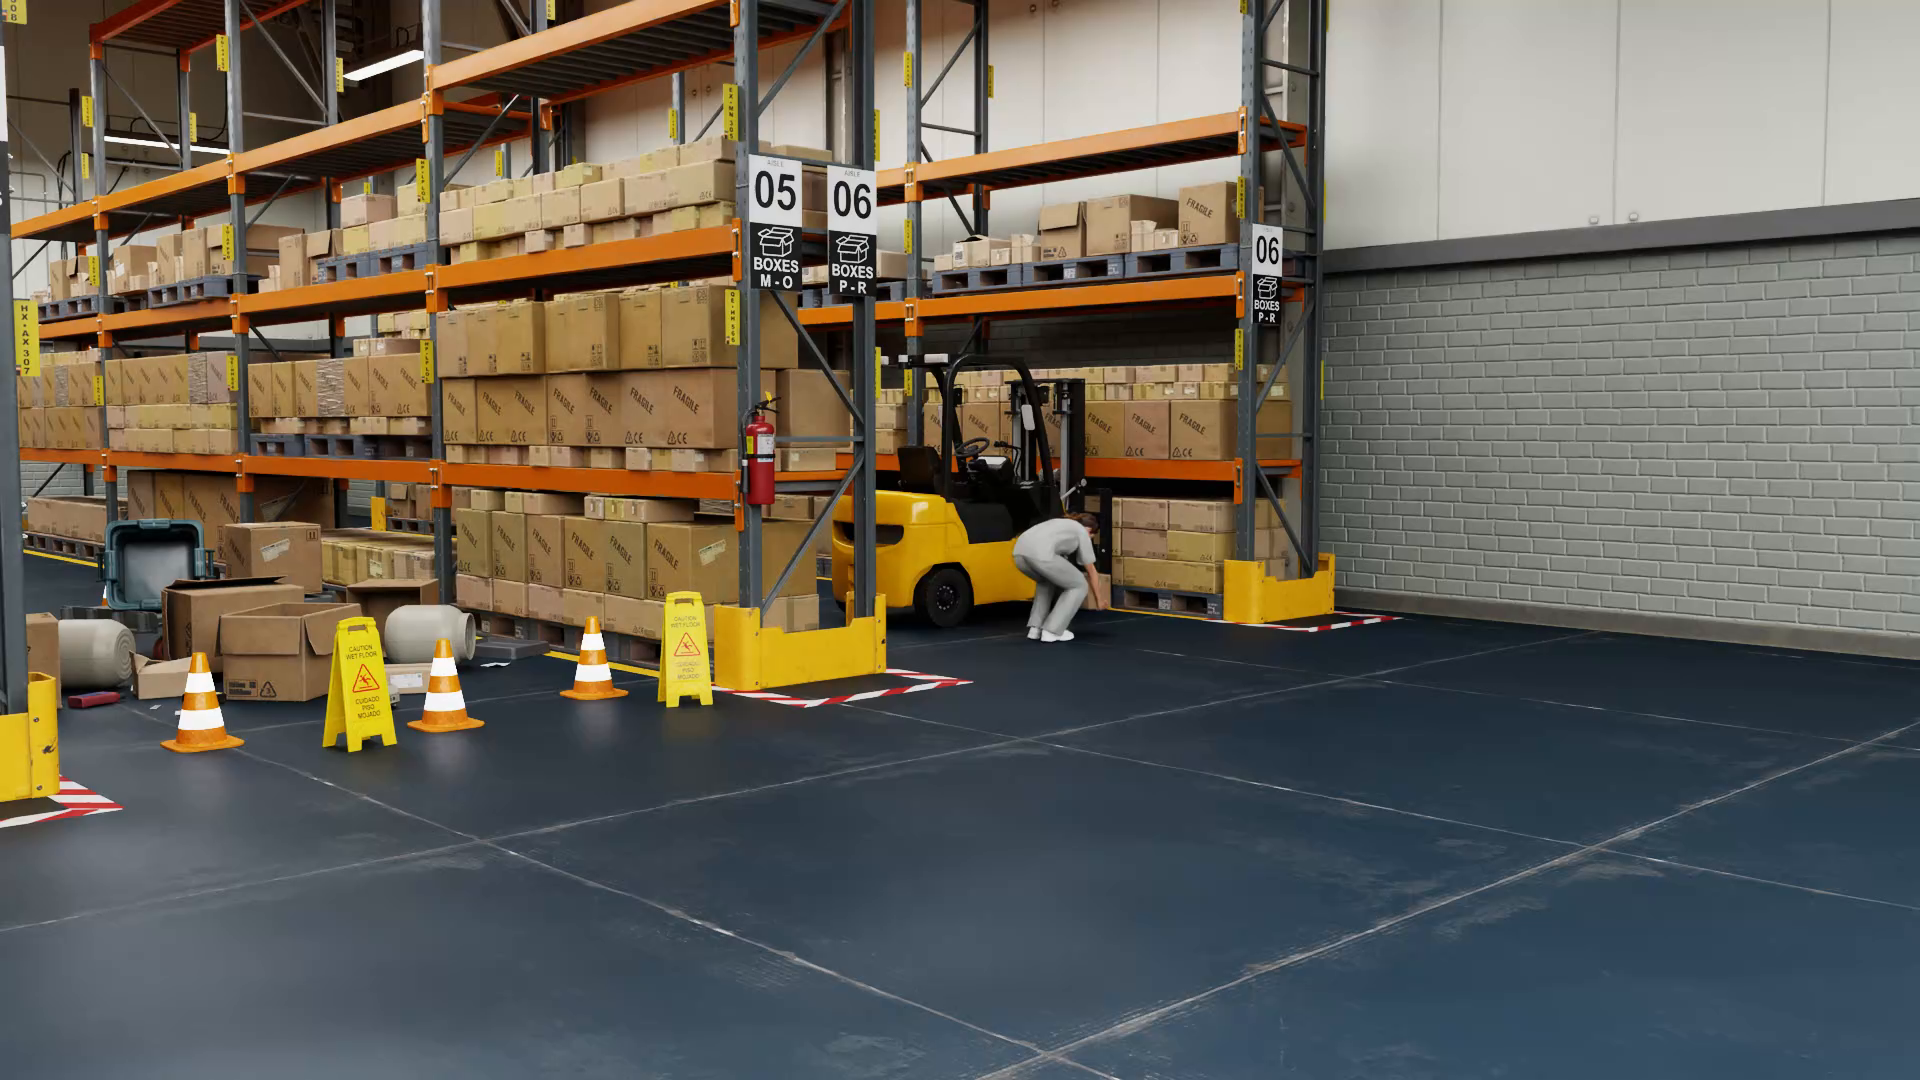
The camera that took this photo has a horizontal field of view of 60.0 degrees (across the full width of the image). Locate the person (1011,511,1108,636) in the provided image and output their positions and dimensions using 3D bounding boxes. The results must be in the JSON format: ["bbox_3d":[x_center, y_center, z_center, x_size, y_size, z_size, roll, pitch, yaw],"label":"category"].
[{"bbox_3d":[0.751,0.239,12.454,0.463,0.911,0.856,4,6,44],"label":"person"}]
